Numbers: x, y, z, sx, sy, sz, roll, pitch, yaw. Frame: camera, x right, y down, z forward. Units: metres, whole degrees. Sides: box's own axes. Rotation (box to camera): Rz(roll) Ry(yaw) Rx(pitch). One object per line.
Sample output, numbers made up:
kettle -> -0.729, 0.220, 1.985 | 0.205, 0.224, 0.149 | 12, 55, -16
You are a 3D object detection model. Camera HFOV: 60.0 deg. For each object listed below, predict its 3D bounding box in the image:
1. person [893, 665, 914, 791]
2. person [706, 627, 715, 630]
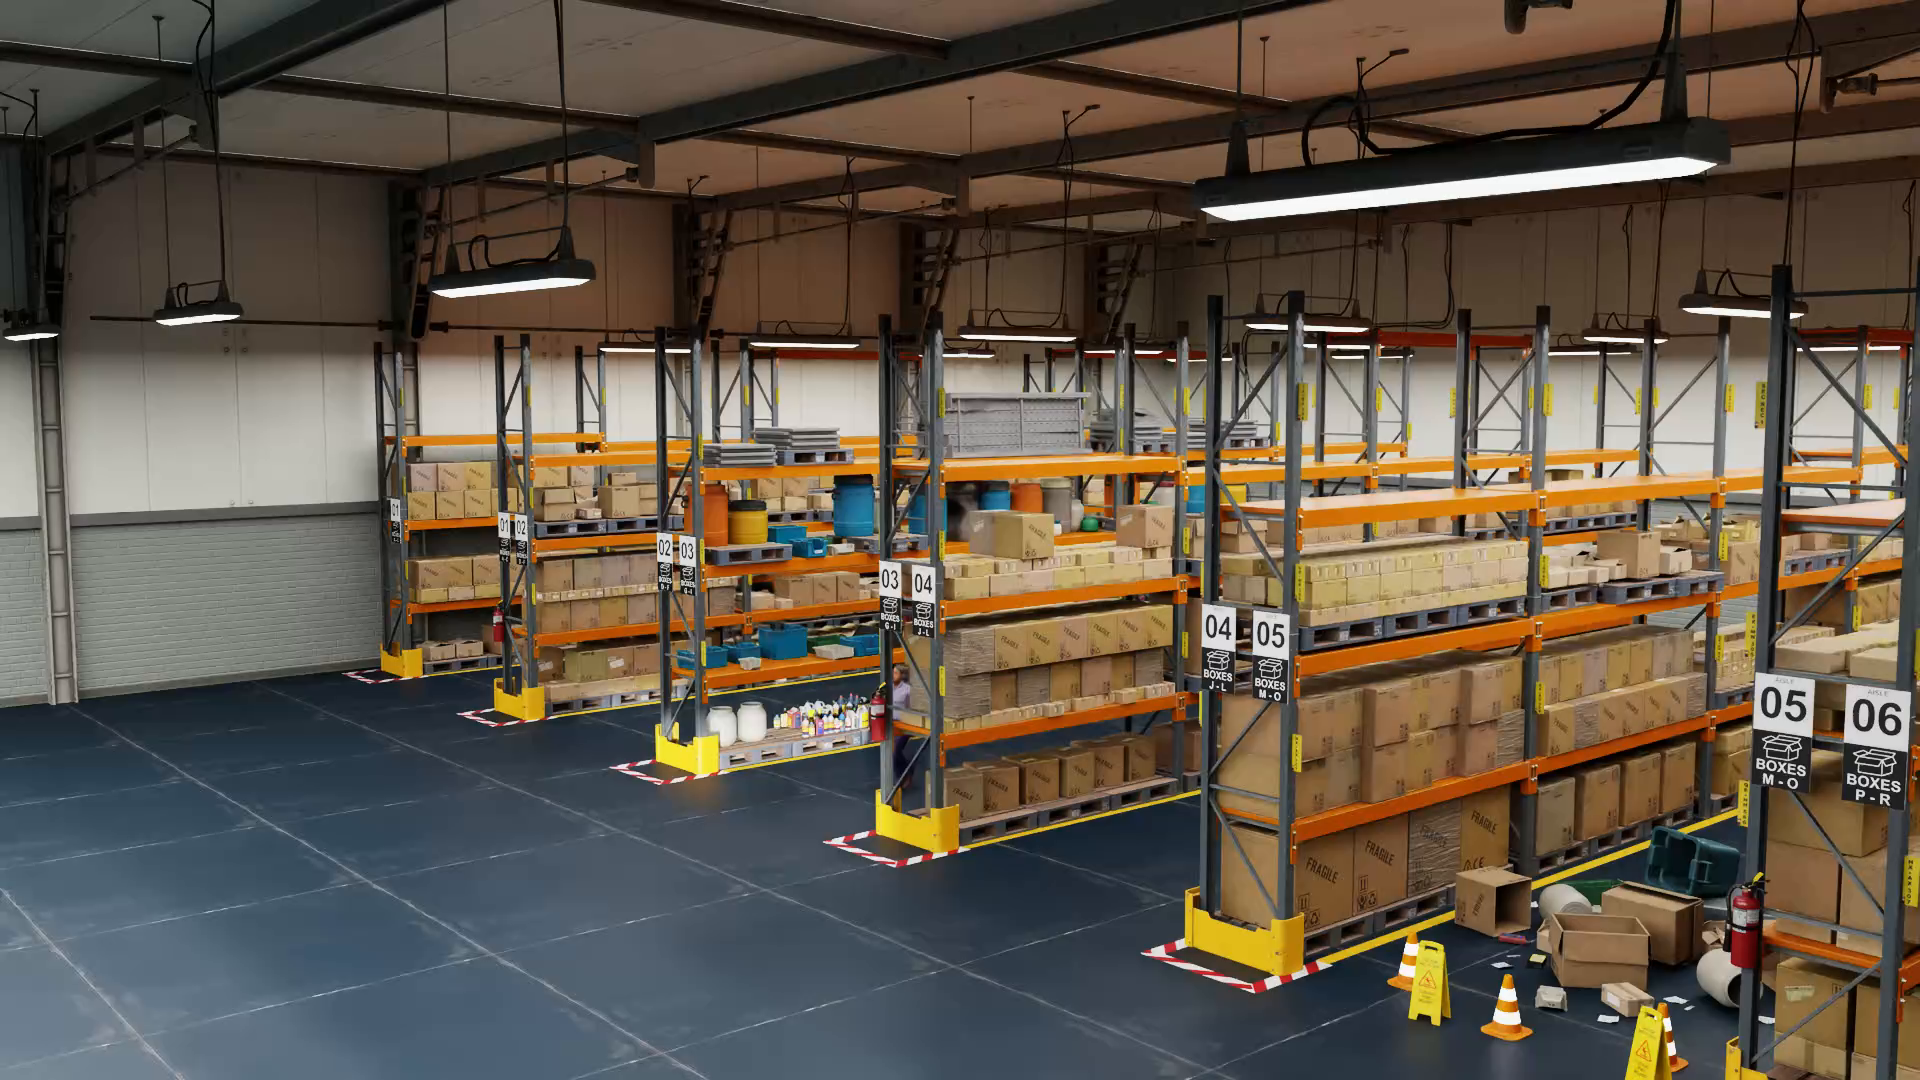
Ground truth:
person -> -0.832, 2.417, 21.323 | 0.591, 1.618, 0.576 | 4, 7, 37
person -> -4.688, 1.510, 30.939 | 0.563, 1.663, 0.572 | 5, 7, 42
